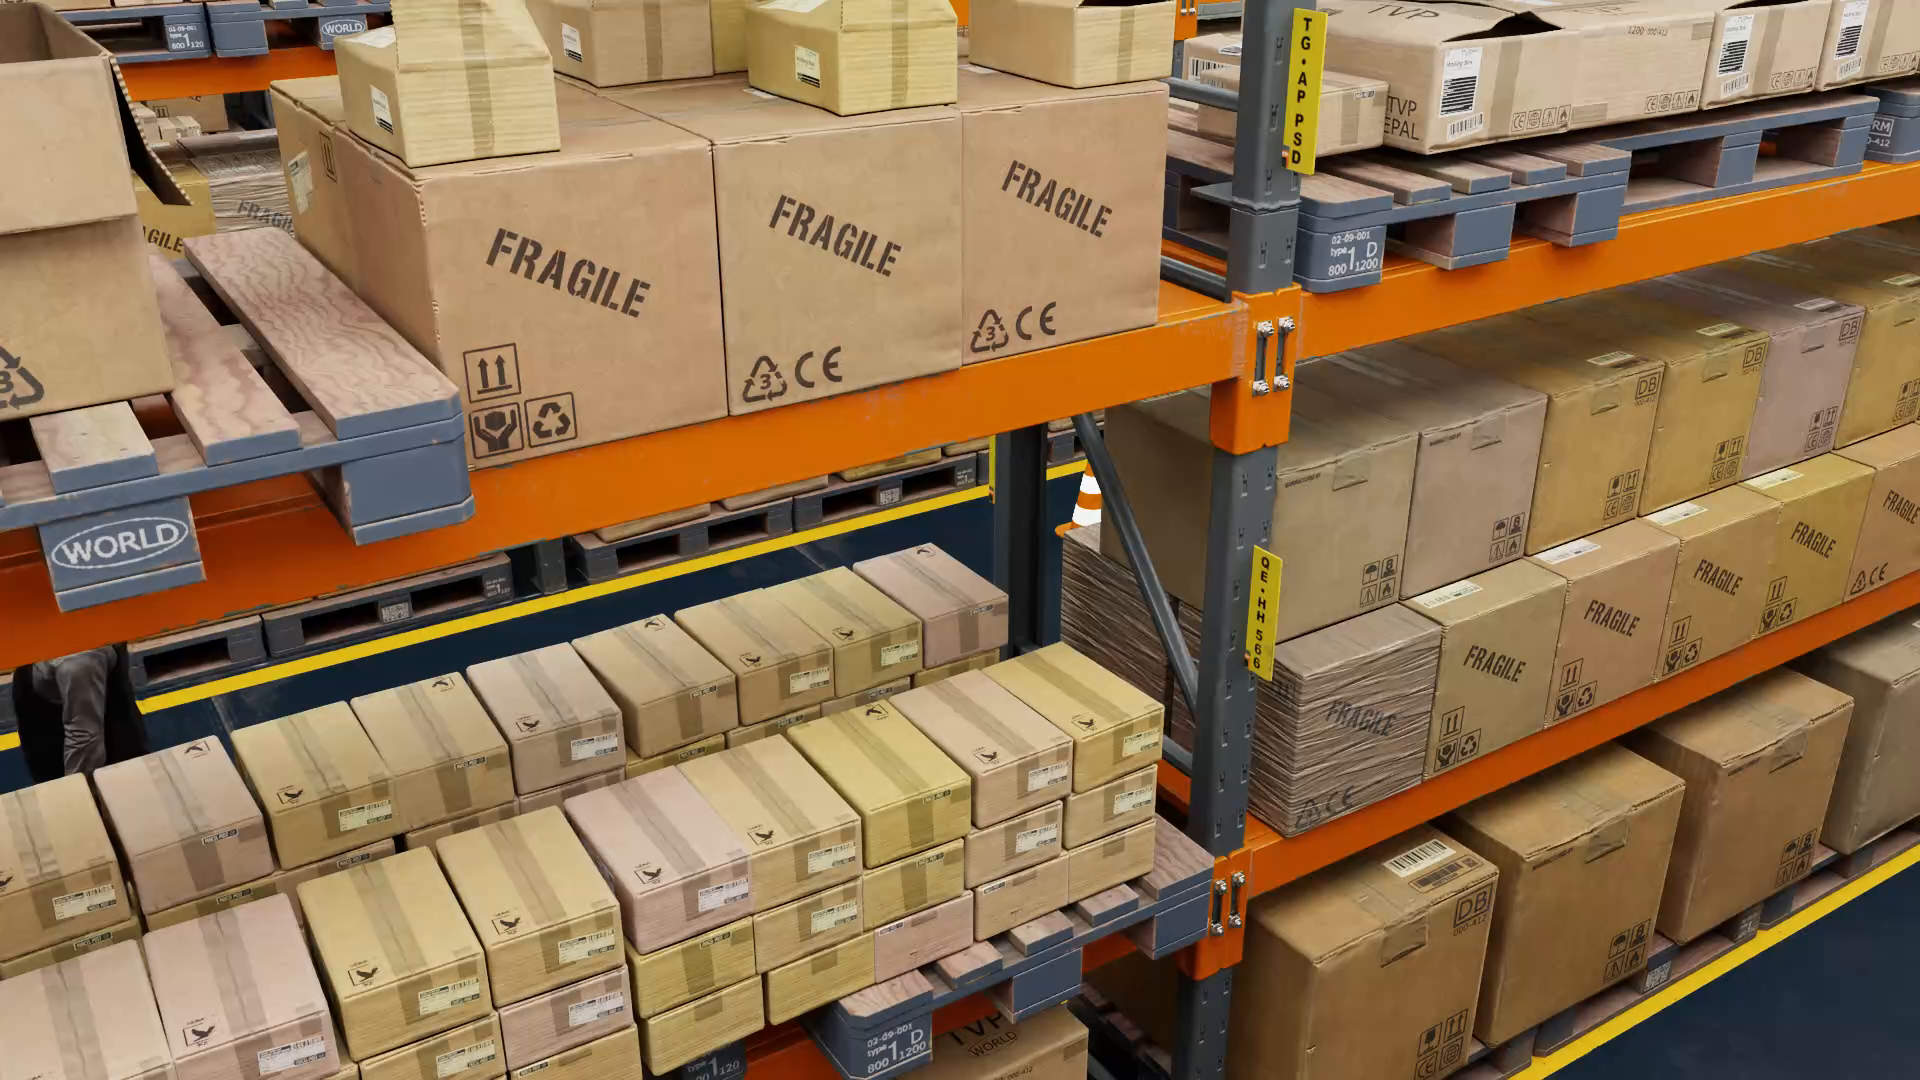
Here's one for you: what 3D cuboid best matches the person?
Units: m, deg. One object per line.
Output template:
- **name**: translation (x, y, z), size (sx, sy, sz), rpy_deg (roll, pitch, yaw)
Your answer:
- **person**: translation (-2.844, 0.751, 5.467), size (0.483, 1.712, 0.537), rpy_deg (-11, 27, -22)
